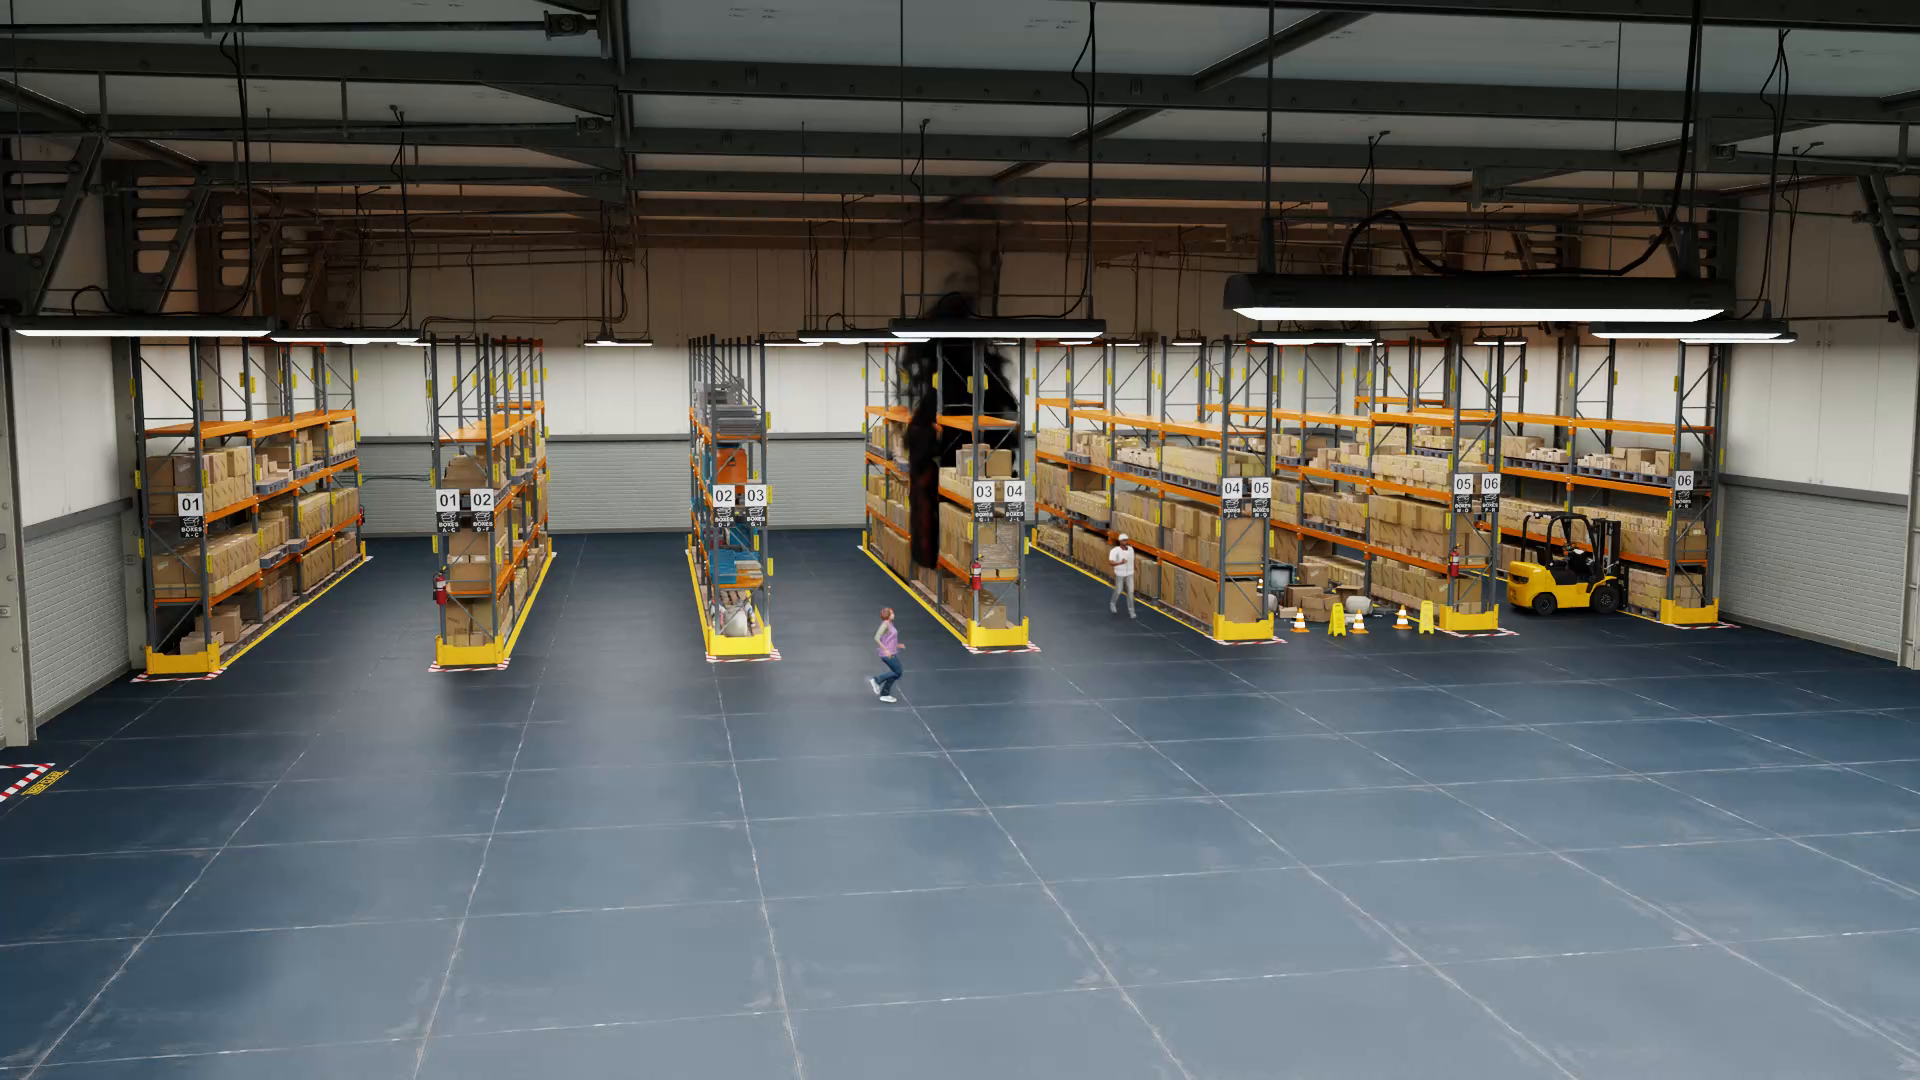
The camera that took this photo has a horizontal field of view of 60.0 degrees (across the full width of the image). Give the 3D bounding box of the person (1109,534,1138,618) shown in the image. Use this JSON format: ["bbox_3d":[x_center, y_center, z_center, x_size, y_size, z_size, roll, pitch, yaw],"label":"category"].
[{"bbox_3d":[3.508,0.742,35.600,0.697,1.760,0.977,-2,7,-18],"label":"person"}]

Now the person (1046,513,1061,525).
[{"bbox_3d":[2.821,-0.817,49.992,0.728,1.698,0.651,4,8,34],"label":"person"}]

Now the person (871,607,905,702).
[{"bbox_3d":[-1.148,1.865,27.055,0.502,1.555,0.536,1,7,10],"label":"person"}]

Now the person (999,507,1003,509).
[{"bbox_3d":[0.948,-0.621,48.809,0.707,1.528,0.489,3,7,25],"label":"person"}]
